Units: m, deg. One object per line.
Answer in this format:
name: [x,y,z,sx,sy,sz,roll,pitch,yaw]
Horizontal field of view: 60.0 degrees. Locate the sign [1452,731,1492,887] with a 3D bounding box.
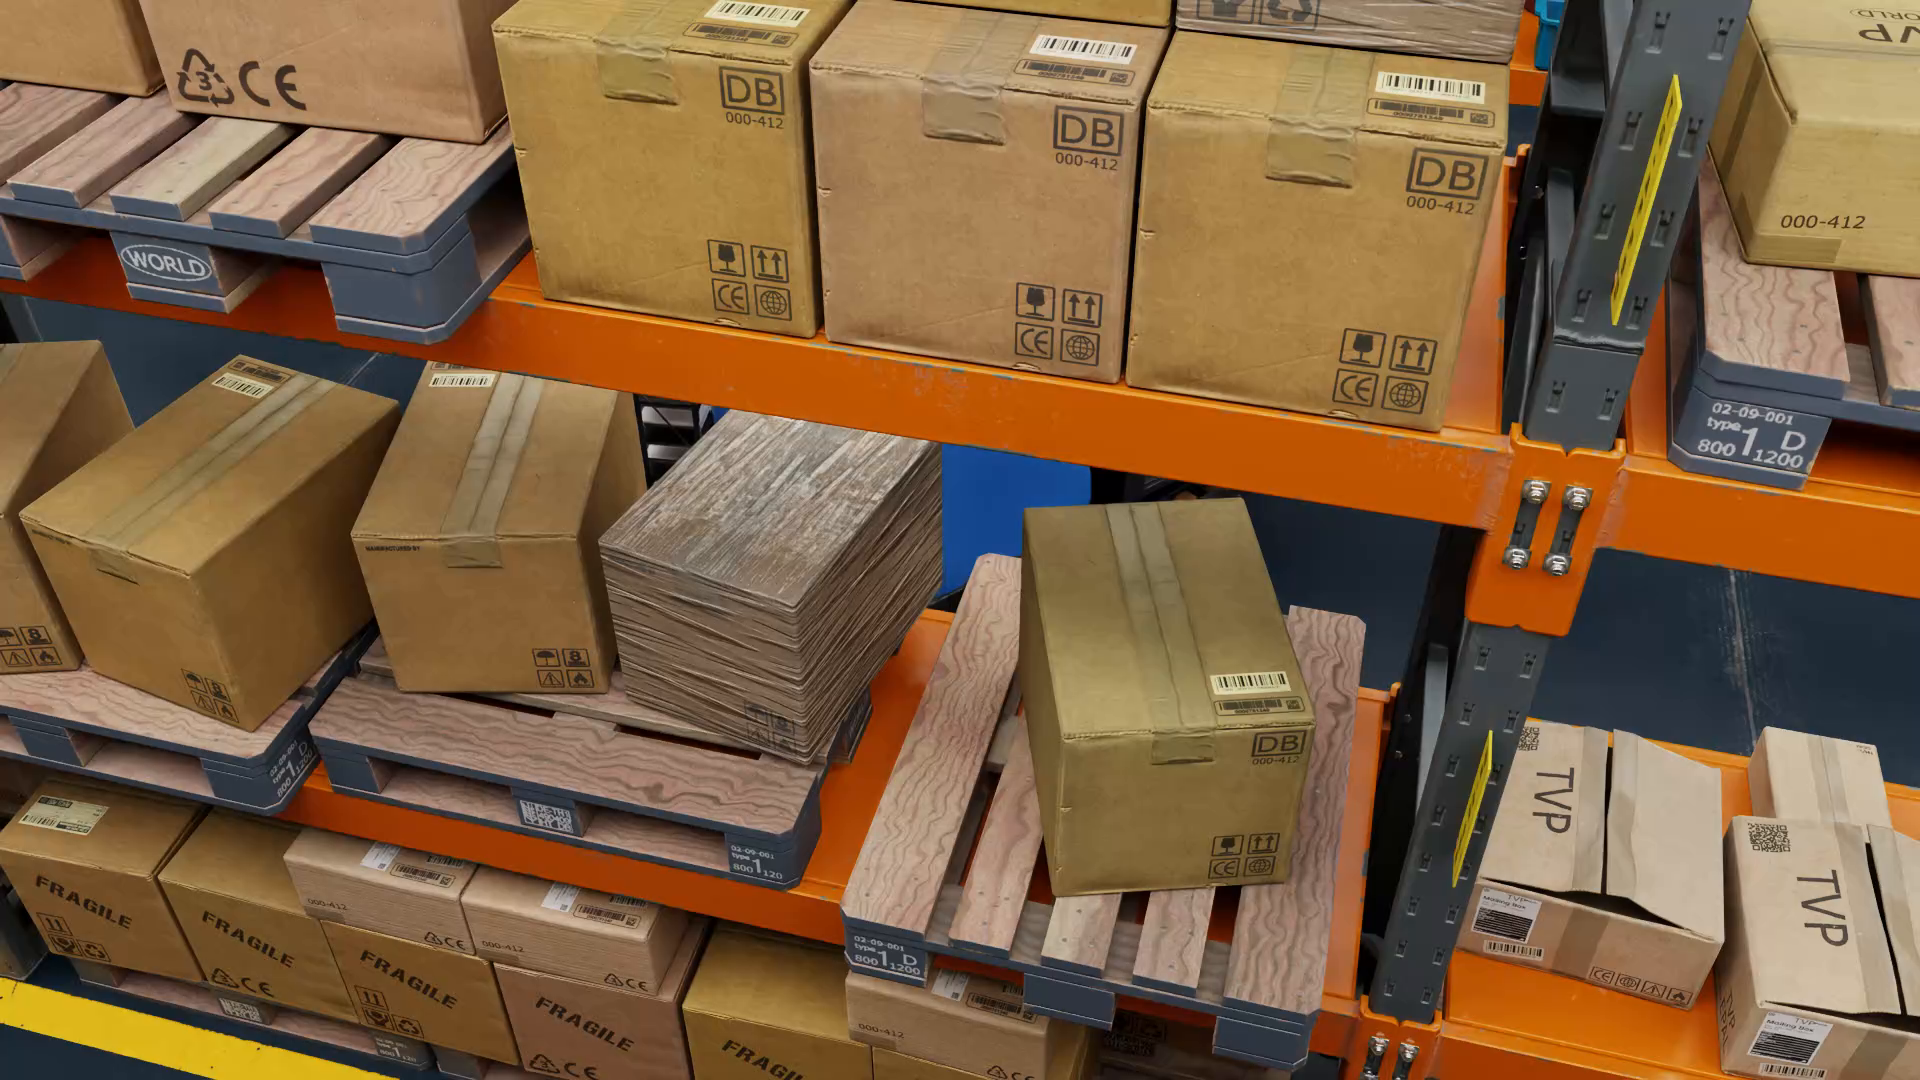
sign: [0.923,0.487,2.999,0.005,0.325,0.100,10,41,11]

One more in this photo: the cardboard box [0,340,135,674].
cardboard box: [-2.410,-0.085,4.115,0.500,0.500,0.700,-3,40,-3]

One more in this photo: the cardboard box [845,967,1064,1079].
cardboard box: [0.035,1.046,4.190,0.500,0.250,0.500,11,41,13]

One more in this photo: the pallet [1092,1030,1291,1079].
pallet: [0.343,1.481,4.822,1.213,0.211,1.003,10,41,11]

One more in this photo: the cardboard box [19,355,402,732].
cardboard box: [-1.729,-0.010,4.025,0.500,0.500,0.700,16,43,18]

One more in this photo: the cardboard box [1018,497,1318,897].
cardboard box: [0.417,0.327,3.623,0.500,0.500,0.700,-3,40,-3]

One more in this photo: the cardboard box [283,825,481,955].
cardboard box: [-1.440,0.796,4.488,0.500,0.250,0.500,10,41,12]

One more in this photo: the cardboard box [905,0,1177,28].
cardboard box: [0.142,-1.170,2.623,0.500,0.500,0.500,10,41,11]

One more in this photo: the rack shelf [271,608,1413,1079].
rack shelf: [-0.878,0.504,4.377,4.000,0.370,1.077,10,41,11]

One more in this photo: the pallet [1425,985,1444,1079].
pallet: [1.839,1.790,4.454,1.213,0.211,1.003,10,41,11]

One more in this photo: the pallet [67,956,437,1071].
pallet: [-2.014,1.076,5.305,1.213,0.211,1.003,10,41,11]

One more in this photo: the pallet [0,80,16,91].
pallet: [-2.198,-1.028,3.456,1.003,0.211,1.213,10,41,11]

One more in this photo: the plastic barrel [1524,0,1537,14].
plastic barrel: [2.865,-2.679,7.501,0.708,0.536,0.600,10,41,11]

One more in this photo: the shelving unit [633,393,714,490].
shelving unit: [-1.091,-0.369,6.488,0.258,0.900,0.210,5,41,6]

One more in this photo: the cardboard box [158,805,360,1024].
cardboard box: [-1.887,0.999,4.830,0.500,0.500,0.500,10,41,12]

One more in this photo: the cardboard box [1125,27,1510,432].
cardboard box: [0.624,-0.677,2.814,0.500,0.500,0.910,10,41,11]

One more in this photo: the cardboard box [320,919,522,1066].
cardboard box: [-1.407,1.086,4.726,0.500,0.500,0.500,10,41,12]

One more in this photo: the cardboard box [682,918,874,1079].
cardboard box: [-0.410,1.254,4.526,0.500,0.500,0.500,8,41,10]

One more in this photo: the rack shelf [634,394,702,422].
rack shelf: [-1.092,-0.549,6.335,0.258,0.077,0.200,5,41,6]

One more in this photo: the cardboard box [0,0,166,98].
cardboard box: [-1.691,-1.263,3.107,0.600,0.600,0.600,9,41,11]

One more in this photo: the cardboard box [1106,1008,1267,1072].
cardboard box: [0.688,1.097,4.713,0.500,0.500,0.500,11,41,13]

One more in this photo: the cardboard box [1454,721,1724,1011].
cardboard box: [1.394,0.683,3.674,0.500,0.311,0.500,12,42,14]

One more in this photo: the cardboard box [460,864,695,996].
cardboard box: [-0.955,0.879,4.390,0.500,0.250,0.500,9,41,11]

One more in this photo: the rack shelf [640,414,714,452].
rack shelf: [-1.091,-0.412,6.452,0.258,0.077,0.200,5,41,6]

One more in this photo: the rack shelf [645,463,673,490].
rack shelf: [-1.091,-0.275,6.568,0.258,0.077,0.200,5,41,6]

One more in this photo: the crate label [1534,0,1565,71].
crate label: [2.648,-2.148,7.106,0.416,0.233,0.303,10,41,11]

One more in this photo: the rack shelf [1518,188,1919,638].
rack shelf: [2.986,0.021,2.620,4.000,0.370,1.077,10,41,11]

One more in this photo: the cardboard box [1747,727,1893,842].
cardboard box: [1.994,0.635,3.856,0.250,0.149,0.380,10,41,11]

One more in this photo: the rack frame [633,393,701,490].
rack frame: [-1.105,-0.304,6.412,0.240,0.900,0.006,5,41,6]

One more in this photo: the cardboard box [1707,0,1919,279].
cardboard box: [1.507,-0.650,2.650,0.500,0.250,0.500,7,41,8]

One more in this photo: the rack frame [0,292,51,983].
rack frame: [-2.810,-0.104,4.541,0.127,3.000,1.000,10,41,11]

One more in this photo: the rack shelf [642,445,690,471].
rack shelf: [-1.091,-0.343,6.510,0.258,0.077,0.200,5,41,6]

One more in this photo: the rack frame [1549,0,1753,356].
rack frame: [1.054,-1.736,1.820,0.127,3.000,1.000,10,41,11]

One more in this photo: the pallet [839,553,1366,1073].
pallet: [0.381,0.566,3.893,1.003,0.211,1.213,10,41,11]

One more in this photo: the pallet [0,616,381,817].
pallet: [-2.066,0.170,4.364,1.213,0.211,1.003,10,41,11]

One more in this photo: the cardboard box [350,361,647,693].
cardboard box: [-1.087,-0.047,4.070,0.500,0.500,0.700,0,40,0]

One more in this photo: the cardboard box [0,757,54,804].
cardboard box: [-3.159,0.553,5.507,0.500,0.311,0.500,10,41,11]

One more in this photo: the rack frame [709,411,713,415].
rack frame: [-1.078,-0.434,6.565,0.240,0.900,0.006,5,41,6]

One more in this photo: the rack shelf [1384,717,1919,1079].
rack shelf: [2.986,1.169,3.585,4.000,0.370,1.077,10,41,11]

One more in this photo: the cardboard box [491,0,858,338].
cardboard box: [-0.371,-0.849,3.018,0.500,0.500,0.910,10,41,11]

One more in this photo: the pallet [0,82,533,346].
pallet: [-1.195,-0.858,3.253,1.003,0.211,1.213,10,41,11]

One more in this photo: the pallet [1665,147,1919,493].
pallet: [1.733,-0.458,2.777,1.003,0.211,1.213,12,41,13]

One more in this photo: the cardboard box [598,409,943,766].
cardboard box: [-0.417,0.057,3.946,0.500,0.500,0.700,17,43,20]

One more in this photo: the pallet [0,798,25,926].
pallet: [-3.473,0.849,5.575,1.213,0.211,1.003,10,41,11]

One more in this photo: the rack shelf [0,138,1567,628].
rack shelf: [-0.878,-0.644,3.412,4.000,0.370,1.077,10,41,11]

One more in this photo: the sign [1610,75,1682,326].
sign: [0.912,-0.449,2.217,0.005,0.325,0.100,10,41,11]

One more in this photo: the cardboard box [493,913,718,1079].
cardboard box: [-0.918,1.171,4.625,0.500,0.500,0.500,8,41,10]

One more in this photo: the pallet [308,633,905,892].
pallet: [-0.826,0.314,4.193,1.213,0.211,1.003,10,41,11]

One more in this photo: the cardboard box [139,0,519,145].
cardboard box: [-1.053,-1.140,2.961,0.600,0.600,0.600,8,41,10]

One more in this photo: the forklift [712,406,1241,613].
forklift: [0.540,-1.397,6.134,3.031,2.935,1.130,-26,47,-28]

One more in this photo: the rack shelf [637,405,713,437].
rack shelf: [-1.092,-0.481,6.394,0.258,0.077,0.200,5,41,6]

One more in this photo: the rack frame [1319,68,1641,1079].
rack frame: [1.054,0.561,3.749,0.127,3.000,1.000,10,41,11]

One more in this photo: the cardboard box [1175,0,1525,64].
cardboard box: [0.634,-1.085,2.522,0.500,0.500,0.500,10,41,11]

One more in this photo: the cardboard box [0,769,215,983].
cardboard box: [-2.406,0.917,4.928,0.500,0.500,0.500,8,41,9]

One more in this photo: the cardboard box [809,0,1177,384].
cardboard box: [0.131,-0.762,2.915,0.500,0.500,0.910,10,41,11]

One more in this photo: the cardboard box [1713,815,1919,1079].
cardboard box: [1.868,0.864,3.458,0.500,0.311,0.500,9,41,11]

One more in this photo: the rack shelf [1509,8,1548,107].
rack shelf: [4.270,-1.907,7.248,4.000,0.370,1.077,10,41,11]

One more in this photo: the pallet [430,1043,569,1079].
pallet: [-0.832,1.277,5.065,1.213,0.211,1.003,10,41,11]

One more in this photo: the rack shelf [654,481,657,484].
rack shelf: [-1.091,-0.206,6.626,0.258,0.077,0.200,5,41,6]

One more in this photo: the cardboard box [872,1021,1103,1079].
cardboard box: [0.090,1.340,4.423,0.500,0.500,0.500,11,41,13]
